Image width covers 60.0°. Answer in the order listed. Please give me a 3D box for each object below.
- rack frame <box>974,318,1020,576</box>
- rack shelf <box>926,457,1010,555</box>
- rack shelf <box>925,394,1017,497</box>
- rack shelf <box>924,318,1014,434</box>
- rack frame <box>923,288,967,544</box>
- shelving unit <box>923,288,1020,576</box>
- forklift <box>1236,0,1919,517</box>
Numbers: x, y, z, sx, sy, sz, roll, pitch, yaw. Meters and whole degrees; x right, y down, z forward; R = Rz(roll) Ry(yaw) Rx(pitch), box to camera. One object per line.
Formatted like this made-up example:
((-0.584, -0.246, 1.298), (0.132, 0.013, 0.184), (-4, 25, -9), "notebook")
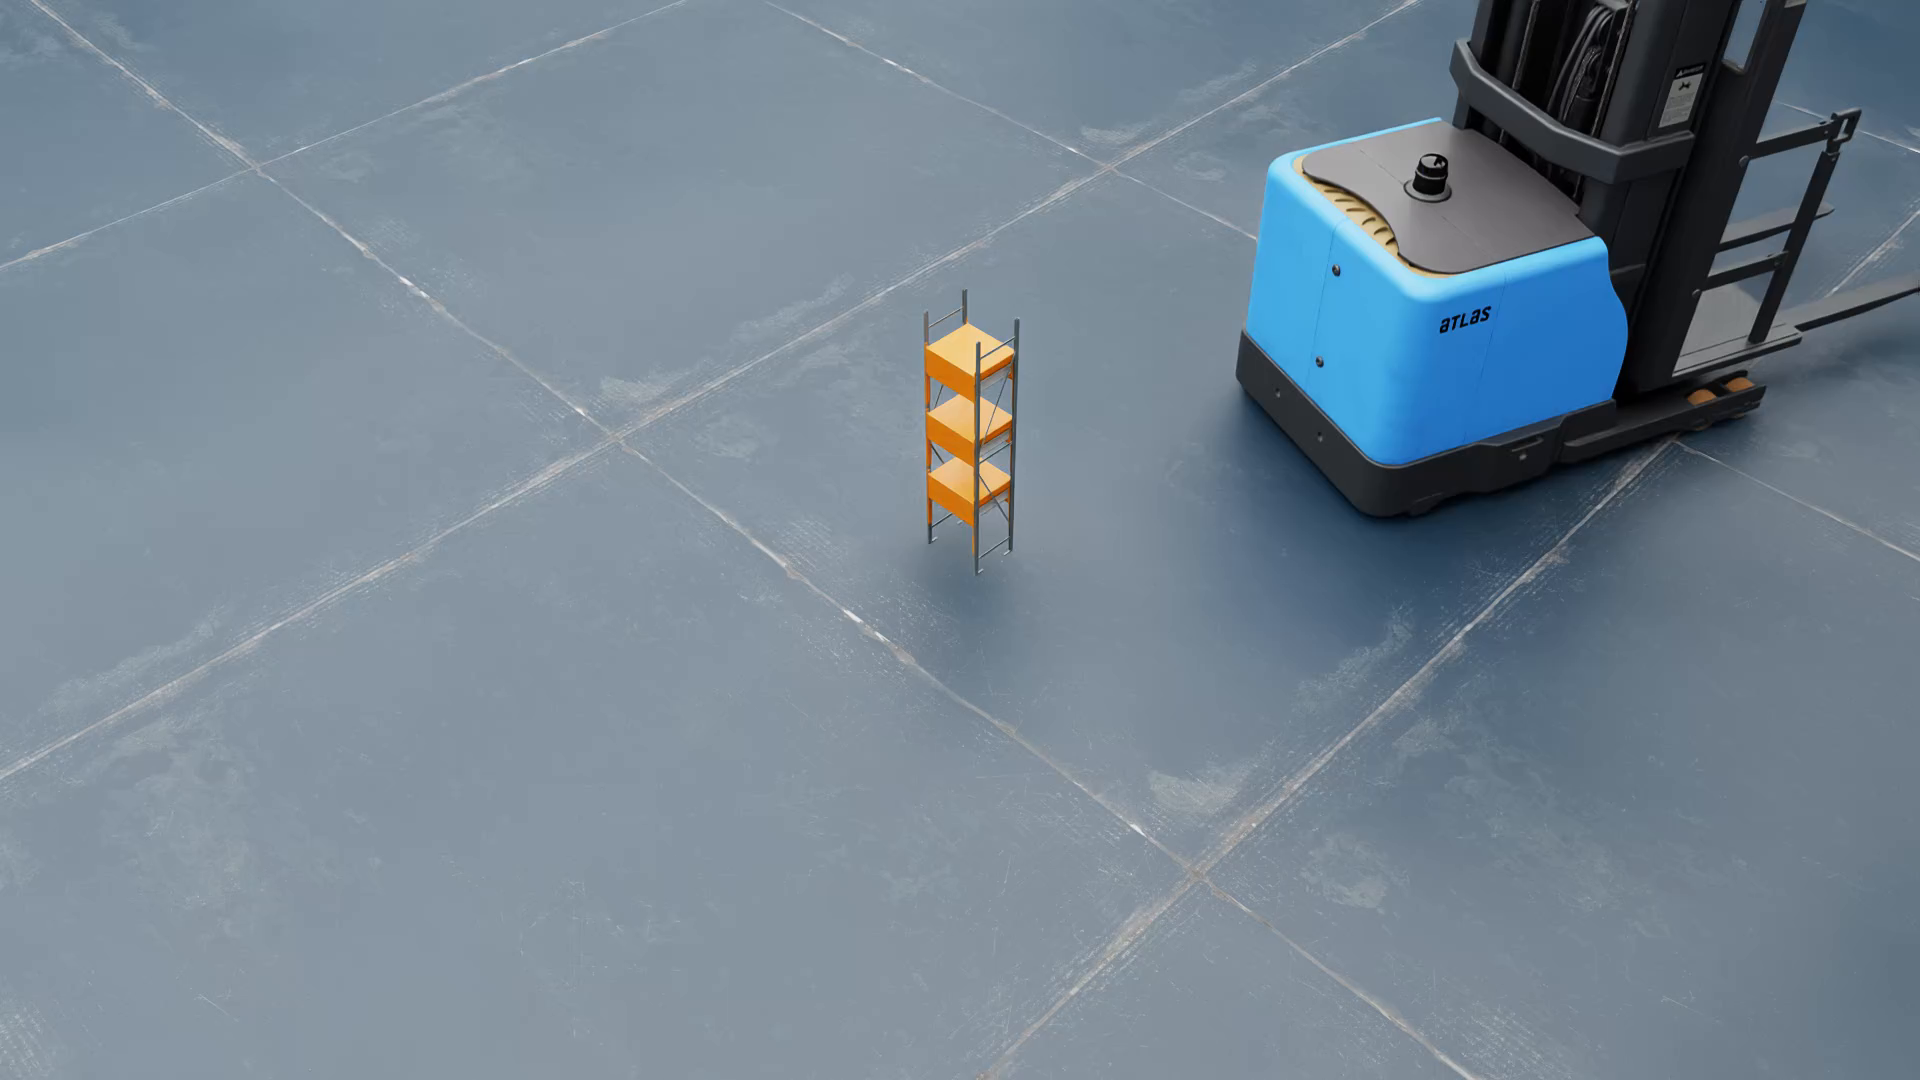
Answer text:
((0.124, -0.301, 5.802), (0.200, 1.050, 0.008), (-34, 53, -31), "rack frame")
((0.038, -0.148, 6.062), (0.215, 0.259, 0.240), (-34, 53, -31), "rack shelf")
((0.038, -0.352, 5.873), (0.215, 0.259, 0.240), (-34, 53, -31), "rack shelf")
((0.038, -0.561, 5.680), (0.215, 0.259, 0.240), (-34, 53, -31), "rack shelf")
((-0.048, -0.418, 5.929), (0.200, 1.050, 0.008), (-34, 53, -31), "rack frame")
((0.038, -0.360, 5.866), (0.215, 1.050, 0.252), (-34, 53, -31), "shelving unit")
((2.703, -1.830, 6.071), (3.031, 2.935, 1.130), (-17, 45, -17), "forklift")
